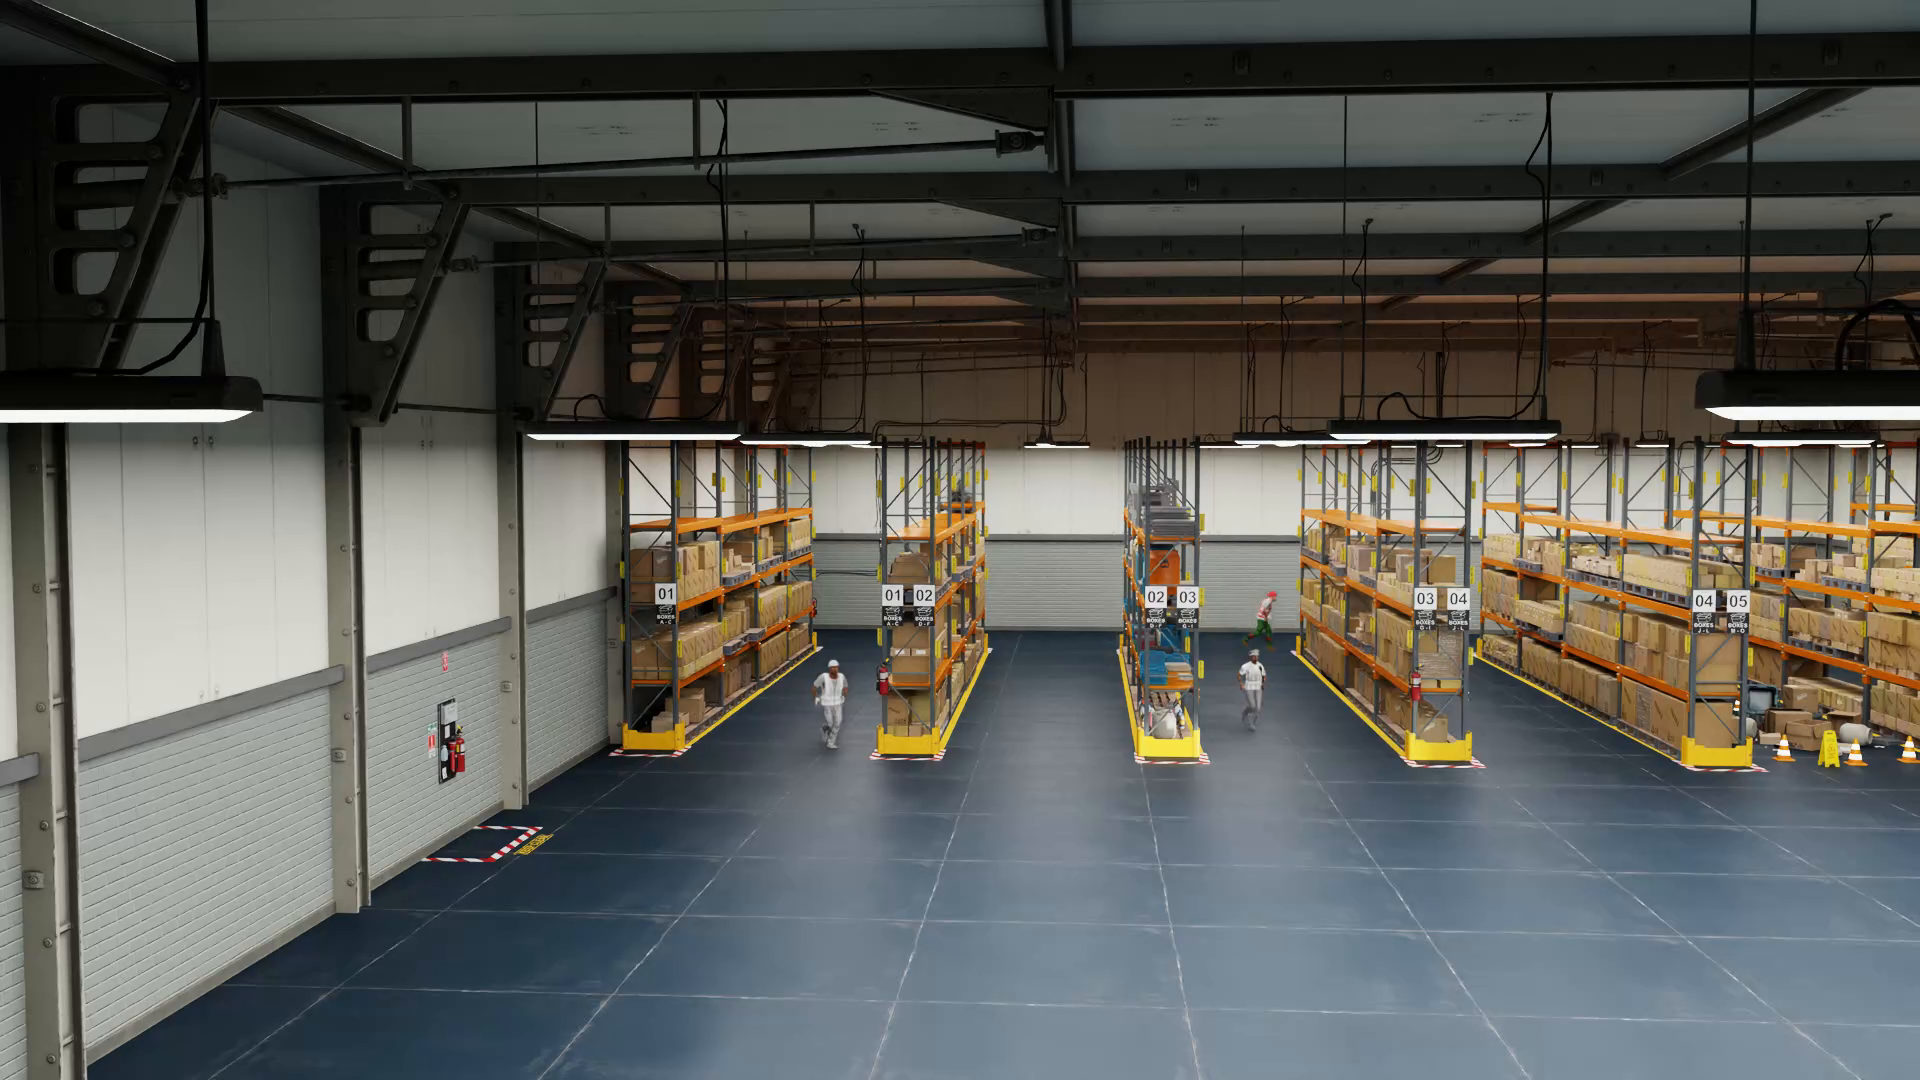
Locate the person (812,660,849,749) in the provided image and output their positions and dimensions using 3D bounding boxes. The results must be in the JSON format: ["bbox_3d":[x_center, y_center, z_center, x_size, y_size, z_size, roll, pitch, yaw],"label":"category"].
[{"bbox_3d":[-2.480,3.157,32.049,0.710,1.716,0.637,-1,3,-25],"label":"person"}]

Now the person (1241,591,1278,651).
[{"bbox_3d":[8.603,2.335,47.751,1.049,1.730,0.689,0,3,5],"label":"person"}]

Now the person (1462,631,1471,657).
[{"bbox_3d":[12.037,2.730,40.430,0.659,1.752,1.003,0,3,-5],"label":"person"}]

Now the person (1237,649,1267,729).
[{"bbox_3d":[6.043,3.076,34.176,0.583,1.644,0.560,-1,3,-12],"label":"person"}]
